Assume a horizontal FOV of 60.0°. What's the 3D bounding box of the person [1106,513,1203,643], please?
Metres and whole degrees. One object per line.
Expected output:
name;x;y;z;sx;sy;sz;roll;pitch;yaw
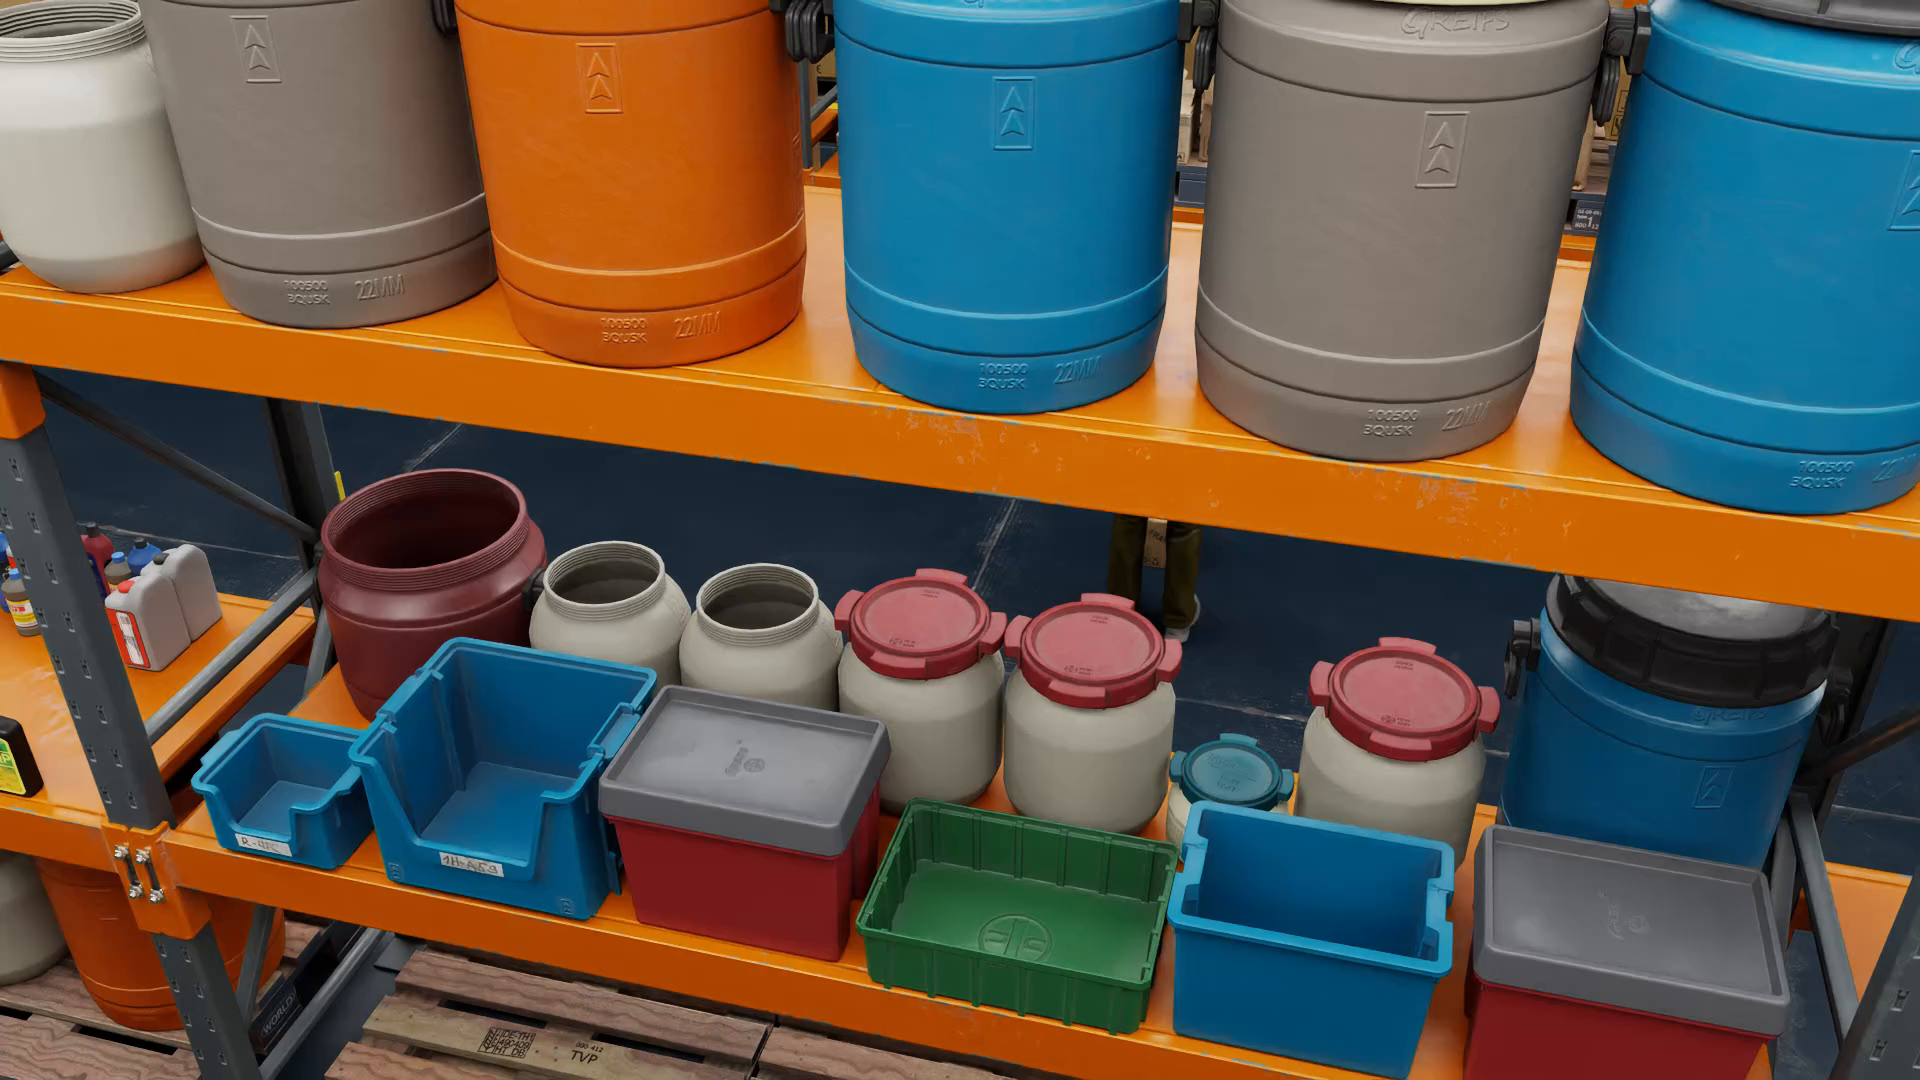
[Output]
person;0.812;-0.410;6.805;0.563;1.778;0.379;9;33;13
